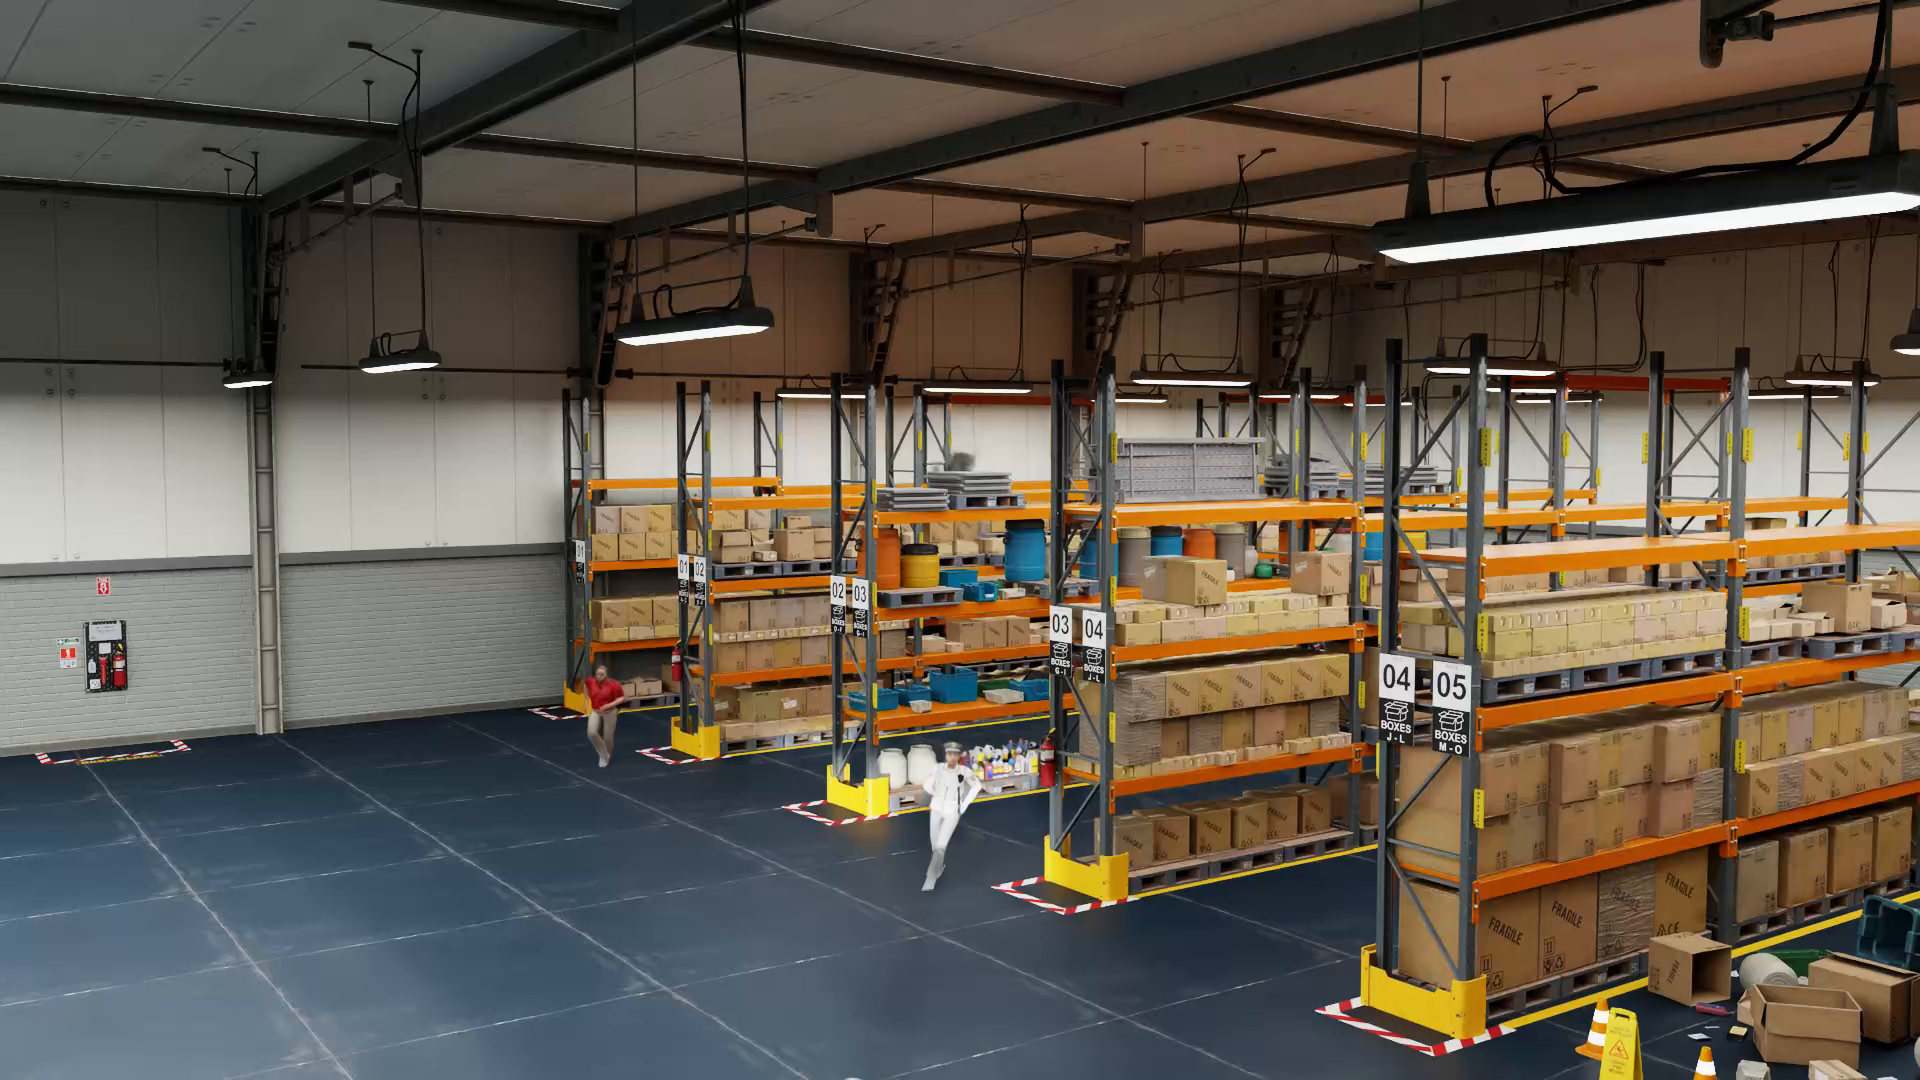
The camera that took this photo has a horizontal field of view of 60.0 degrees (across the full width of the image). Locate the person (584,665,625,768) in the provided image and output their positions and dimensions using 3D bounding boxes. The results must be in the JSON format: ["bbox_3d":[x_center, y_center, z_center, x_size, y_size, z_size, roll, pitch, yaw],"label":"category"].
[{"bbox_3d":[-5.518,2.731,25.859,0.686,1.650,0.923,0,4,3],"label":"person"}]

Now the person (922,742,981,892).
[{"bbox_3d":[-0.117,3.123,18.941,0.622,1.710,0.700,1,4,21],"label":"person"}]

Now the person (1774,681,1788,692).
[{"bbox_3d":[11.643,2.803,23.663,0.860,1.684,0.561,-3,5,-39],"label":"person"}]
